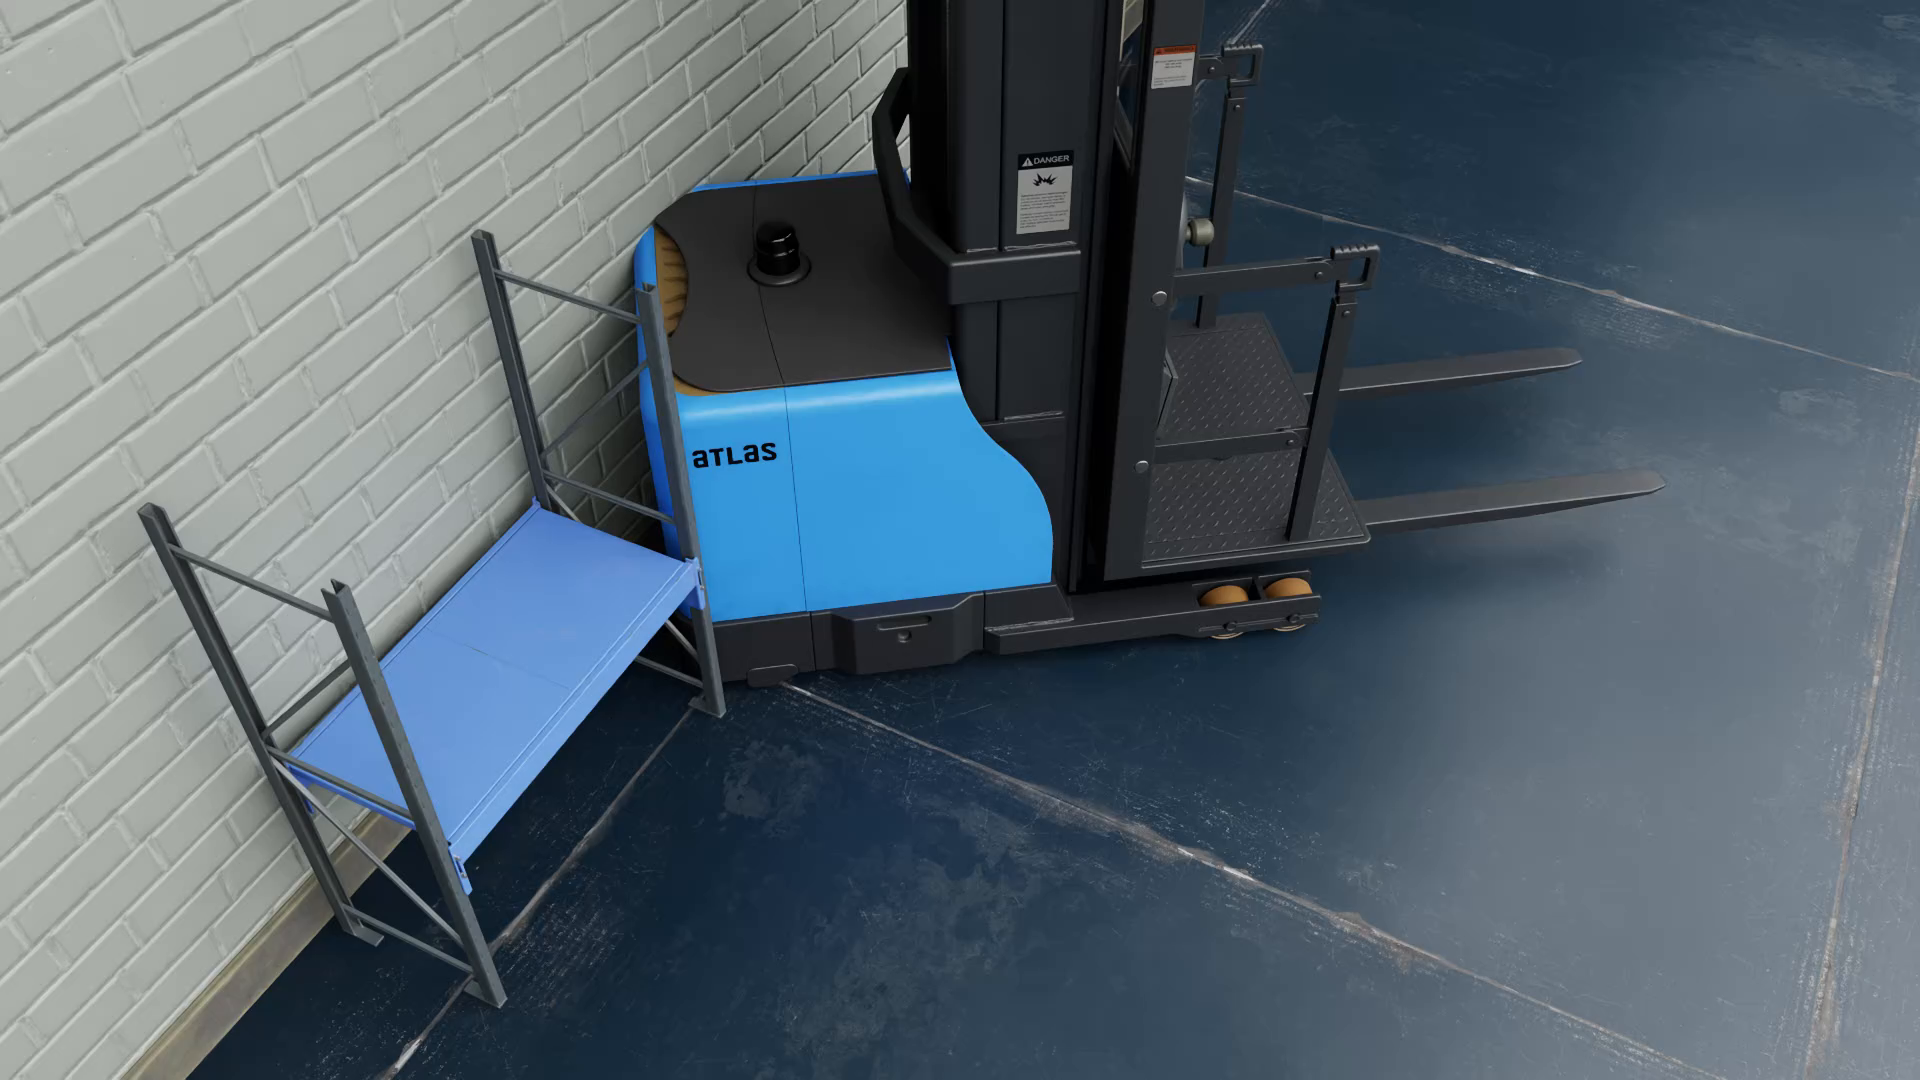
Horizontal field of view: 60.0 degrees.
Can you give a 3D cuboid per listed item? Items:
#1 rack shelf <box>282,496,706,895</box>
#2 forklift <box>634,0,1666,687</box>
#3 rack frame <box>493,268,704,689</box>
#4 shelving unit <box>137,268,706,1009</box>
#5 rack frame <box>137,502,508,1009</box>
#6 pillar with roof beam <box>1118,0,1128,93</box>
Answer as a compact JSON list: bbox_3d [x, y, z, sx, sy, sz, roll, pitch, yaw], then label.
[{"bbox_3d":[-1.126,0.345,4.108,0.538,0.185,1.000,19,48,18],"label":"rack shelf"},{"bbox_3d":[0.621,-1.102,4.279,3.031,2.935,1.130,-7,46,-6],"label":"forklift"},{"bbox_3d":[-0.901,-0.106,4.300,0.475,1.308,0.013,19,48,18],"label":"rack frame"},{"bbox_3d":[-1.128,0.221,3.977,0.538,1.500,1.039,19,48,18],"label":"shelving unit"},{"bbox_3d":[-1.353,0.542,3.660,0.500,1.500,0.032,19,48,18],"label":"rack frame"},{"bbox_3d":[4.248,-3.379,2.263,9.100,9.000,0.400,20,49,19],"label":"pillar with roof beam"}]
